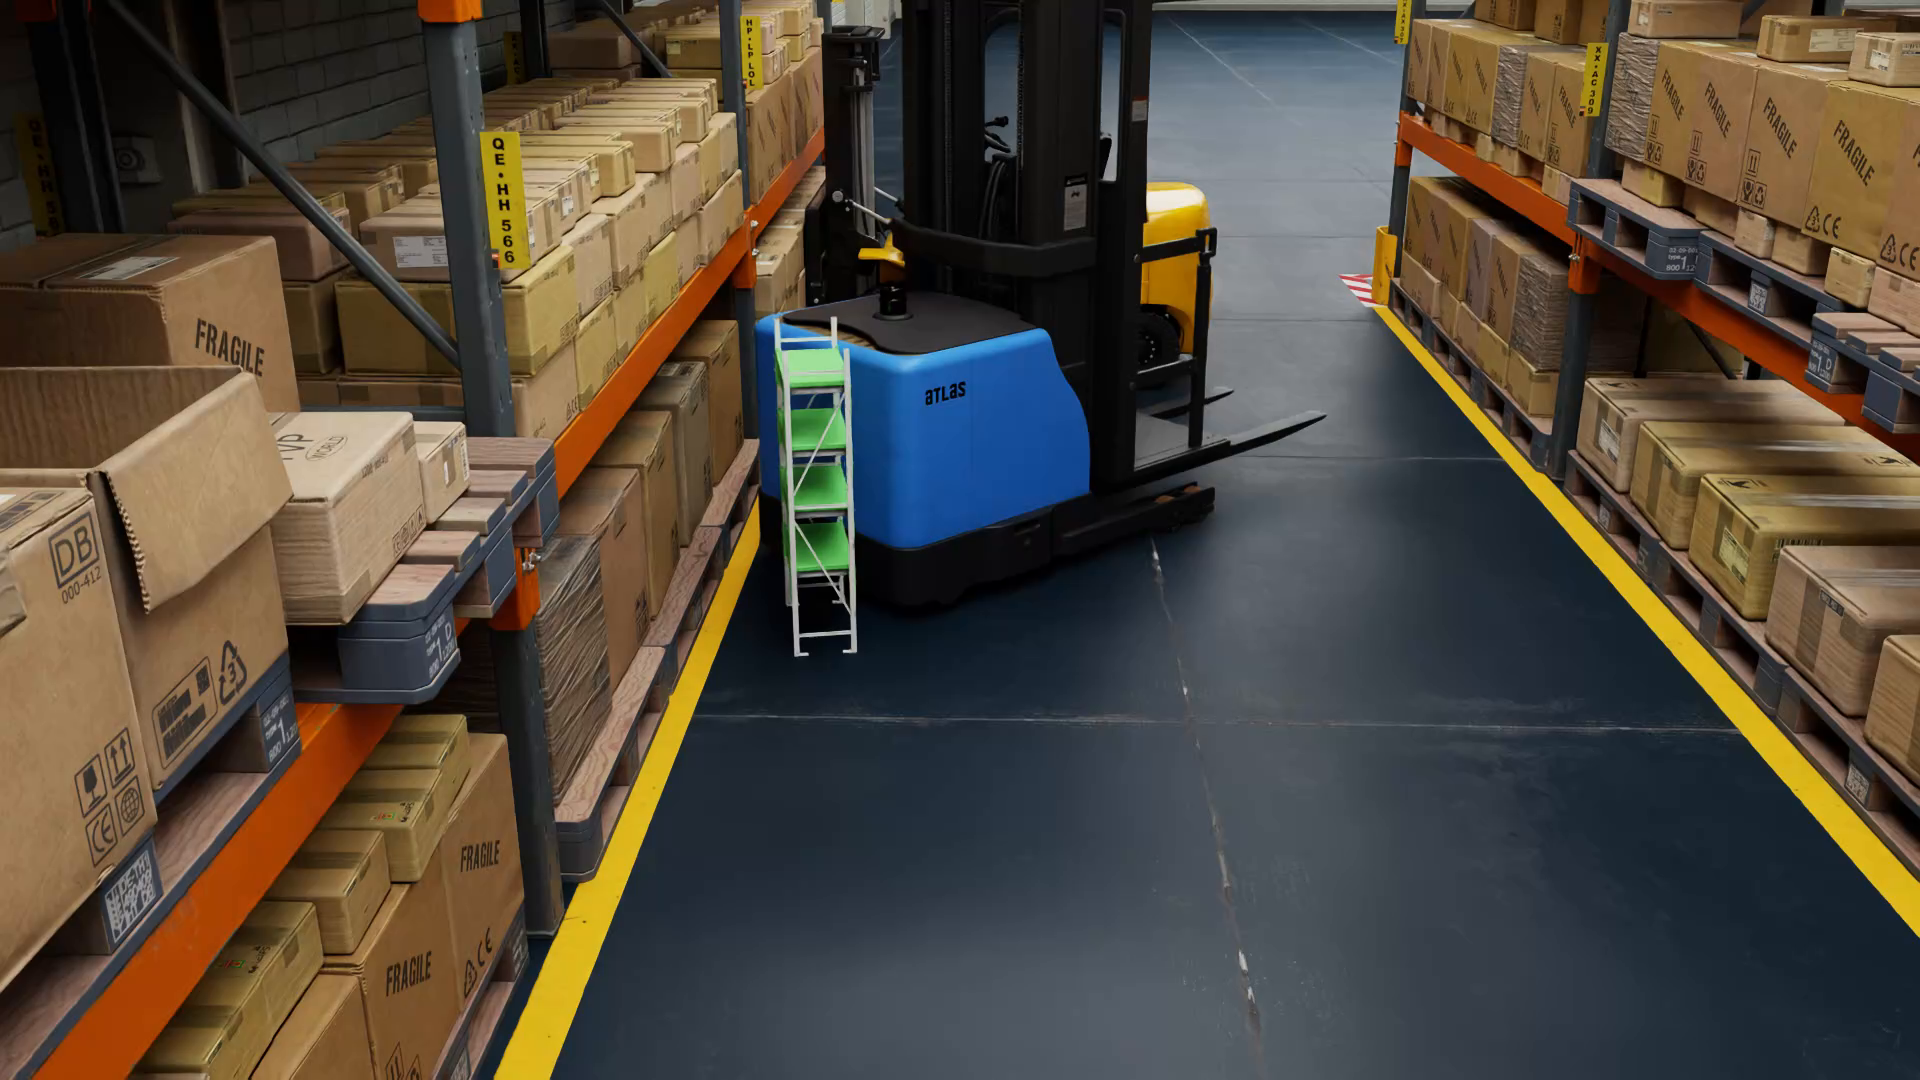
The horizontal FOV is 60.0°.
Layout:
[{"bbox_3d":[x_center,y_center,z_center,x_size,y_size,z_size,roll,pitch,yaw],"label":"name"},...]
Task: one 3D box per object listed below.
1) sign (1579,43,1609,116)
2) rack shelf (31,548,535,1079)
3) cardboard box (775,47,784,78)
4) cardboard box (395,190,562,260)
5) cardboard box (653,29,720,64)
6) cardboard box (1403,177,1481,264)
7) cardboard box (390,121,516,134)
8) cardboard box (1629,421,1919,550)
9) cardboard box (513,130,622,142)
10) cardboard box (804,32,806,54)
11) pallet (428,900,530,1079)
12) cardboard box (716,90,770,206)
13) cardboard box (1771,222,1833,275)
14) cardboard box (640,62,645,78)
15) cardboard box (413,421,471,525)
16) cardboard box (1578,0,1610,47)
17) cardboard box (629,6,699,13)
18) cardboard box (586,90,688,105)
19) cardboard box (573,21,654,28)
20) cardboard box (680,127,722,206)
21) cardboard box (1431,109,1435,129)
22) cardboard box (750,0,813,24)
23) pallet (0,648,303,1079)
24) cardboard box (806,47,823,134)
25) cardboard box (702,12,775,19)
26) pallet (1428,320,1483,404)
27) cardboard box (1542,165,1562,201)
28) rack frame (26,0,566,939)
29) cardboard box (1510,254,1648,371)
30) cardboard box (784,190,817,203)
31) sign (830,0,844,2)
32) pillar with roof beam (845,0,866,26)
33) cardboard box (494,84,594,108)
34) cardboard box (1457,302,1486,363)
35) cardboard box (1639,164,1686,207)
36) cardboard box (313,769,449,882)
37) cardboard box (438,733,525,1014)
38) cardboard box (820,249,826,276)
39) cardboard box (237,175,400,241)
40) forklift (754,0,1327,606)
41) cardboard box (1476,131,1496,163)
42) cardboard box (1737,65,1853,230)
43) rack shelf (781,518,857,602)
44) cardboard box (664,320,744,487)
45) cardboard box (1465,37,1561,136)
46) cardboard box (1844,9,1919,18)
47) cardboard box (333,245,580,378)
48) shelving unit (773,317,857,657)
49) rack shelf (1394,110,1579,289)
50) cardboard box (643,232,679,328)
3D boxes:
[{"bbox_3d":[2.908,-2.110,7.622,0.100,0.325,0.005,1,21,2],"label":"sign"},{"bbox_3d":[-1.694,0.749,2.447,1.077,0.370,4.000,1,21,2],"label":"rack shelf"},{"bbox_3d":[-1.161,-2.589,9.019,0.380,0.149,0.250,0,21,1],"label":"cardboard box"},{"bbox_3d":[-1.322,-0.867,4.582,0.380,0.149,0.250,1,21,3],"label":"cardboard box"},{"bbox_3d":[-1.305,-2.451,8.254,0.380,0.149,0.250,1,21,2],"label":"cardboard box"},{"bbox_3d":[3.271,-2.115,11.018,0.500,0.500,0.500,0,21,0],"label":"cardboard box"},{"bbox_3d":[-1.829,-1.430,6.032,0.380,0.149,0.250,1,21,2],"label":"cardboard box"},{"bbox_3d":[3.418,-0.224,7.011,0.950,0.372,0.625,2,21,5],"label":"cardboard box"},{"bbox_3d":[-1.389,-1.333,5.782,0.380,0.149,0.250,1,21,2],"label":"cardboard box"},{"bbox_3d":[-1.147,-3.050,10.209,0.380,0.149,0.250,0,21,0],"label":"cardboard box"},{"bbox_3d":[-1.693,1.260,3.990,1.003,0.211,1.213,1,21,2],"label":"pallet"},{"bbox_3d":[-1.237,-1.960,8.296,0.500,0.500,0.500,0,21,0],"label":"cardboard box"},{"bbox_3d":[3.072,-1.017,5.771,0.380,0.149,0.250,0,21,0],"label":"cardboard box"},{"bbox_3d":[-1.785,-2.315,8.314,0.380,0.149,0.250,0,21,0],"label":"cardboard box"},{"bbox_3d":[-1.269,-0.147,3.527,0.380,0.149,0.250,1,21,3],"label":"cardboard box"},{"bbox_3d":[3.760,-2.877,8.864,0.700,0.500,0.500,0,21,0],"label":"cardboard box"},{"bbox_3d":[-1.761,-3.102,9.932,0.380,0.149,0.250,0,21,0],"label":"cardboard box"},{"bbox_3d":[-1.349,-1.798,6.980,0.380,0.149,0.250,1,21,2],"label":"cardboard box"},{"bbox_3d":[-1.815,-2.640,8.739,0.380,0.149,0.250,0,21,1],"label":"cardboard box"},{"bbox_3d":[-1.279,-1.553,6.900,0.500,0.250,0.500,0,21,0],"label":"cardboard box"},{"bbox_3d":[3.272,-2.725,10.752,0.380,0.149,0.250,0,21,0],"label":"cardboard box"},{"bbox_3d":[-1.147,-3.374,10.631,0.380,0.149,0.250,1,21,3],"label":"cardboard box"},{"bbox_3d":[-1.687,0.483,2.403,1.003,0.211,1.213,1,21,2],"label":"pallet"},{"bbox_3d":[-1.167,-2.881,10.668,0.500,0.500,0.500,1,21,3],"label":"cardboard box"},{"bbox_3d":[-1.255,-2.913,9.443,0.380,0.149,0.250,1,21,2],"label":"cardboard box"},{"bbox_3d":[3.470,-1.088,10.042,1.003,0.211,1.213,1,21,2],"label":"pallet"},{"bbox_3d":[3.156,-1.795,8.357,0.380,0.149,0.250,1,21,3],"label":"cardboard box"},{"bbox_3d":[-1.633,-0.310,4.180,1.000,3.000,0.127,1,21,2],"label":"rack frame"},{"bbox_3d":[3.200,-1.183,8.615,0.500,0.500,0.500,0,21,1],"label":"cardboard box"},{"bbox_3d":[-1.107,-2.045,10.491,0.500,0.250,0.500,1,21,2],"label":"cardboard box"},{"bbox_3d":[-0.847,-3.841,11.355,0.100,0.325,0.005,1,21,2],"label":"sign"},{"bbox_3d":[2.539,-12.218,26.578,9.100,9.000,0.400,1,21,2],"label":"pillar with roof beam"},{"bbox_3d":[-1.797,-1.884,7.203,0.380,0.149,0.250,0,21,0],"label":"cardboard box"},{"bbox_3d":[3.226,-1.210,9.721,0.500,0.250,0.500,1,21,2],"label":"cardboard box"},{"bbox_3d":[3.101,-1.495,7.002,0.380,0.149,0.250,1,21,3],"label":"cardboard box"},{"bbox_3d":[-1.372,0.638,3.717,0.380,0.149,0.250,0,21,-1],"label":"cardboard box"},{"bbox_3d":[-1.431,0.815,4.157,0.500,0.500,0.500,1,21,3],"label":"cardboard box"},{"bbox_3d":[-1.112,-1.802,10.555,0.500,0.250,0.500,0,21,0],"label":"cardboard box"},{"bbox_3d":[-1.860,-0.967,4.840,0.380,0.149,0.250,1,21,2],"label":"cardboard box"},{"bbox_3d":[0.552,-1.529,7.418,3.031,2.935,1.130,-18,28,-39],"label":"forklift"},{"bbox_3d":[3.192,-2.258,9.549,0.380,0.149,0.250,1,21,2],"label":"cardboard box"},{"bbox_3d":[3.101,-1.372,5.788,0.500,0.500,0.500,0,21,-1],"label":"cardboard box"},{"bbox_3d":[-0.557,0.074,6.519,0.258,0.148,0.480,-3,21,-9],"label":"rack shelf"},{"bbox_3d":[-1.516,-0.656,7.775,0.875,0.625,0.625,2,21,4],"label":"cardboard box"},{"bbox_3d":[3.246,-2.611,9.561,0.500,0.500,0.500,0,21,1],"label":"cardboard box"},{"bbox_3d":[3.654,-1.967,6.426,0.380,0.149,0.250,0,21,0],"label":"cardboard box"},{"bbox_3d":[-1.350,-0.630,4.523,0.500,0.250,0.500,1,21,2],"label":"cardboard box"},{"bbox_3d":[-0.557,-0.209,6.409,0.258,1.200,0.503,-3,21,-9],"label":"shelving unit"},{"bbox_3d":[3.511,-2.090,9.764,1.077,0.370,4.000,1,21,2],"label":"rack shelf"},{"bbox_3d":[-1.329,-0.953,6.046,0.500,0.250,0.500,1,21,3],"label":"cardboard box"}]
